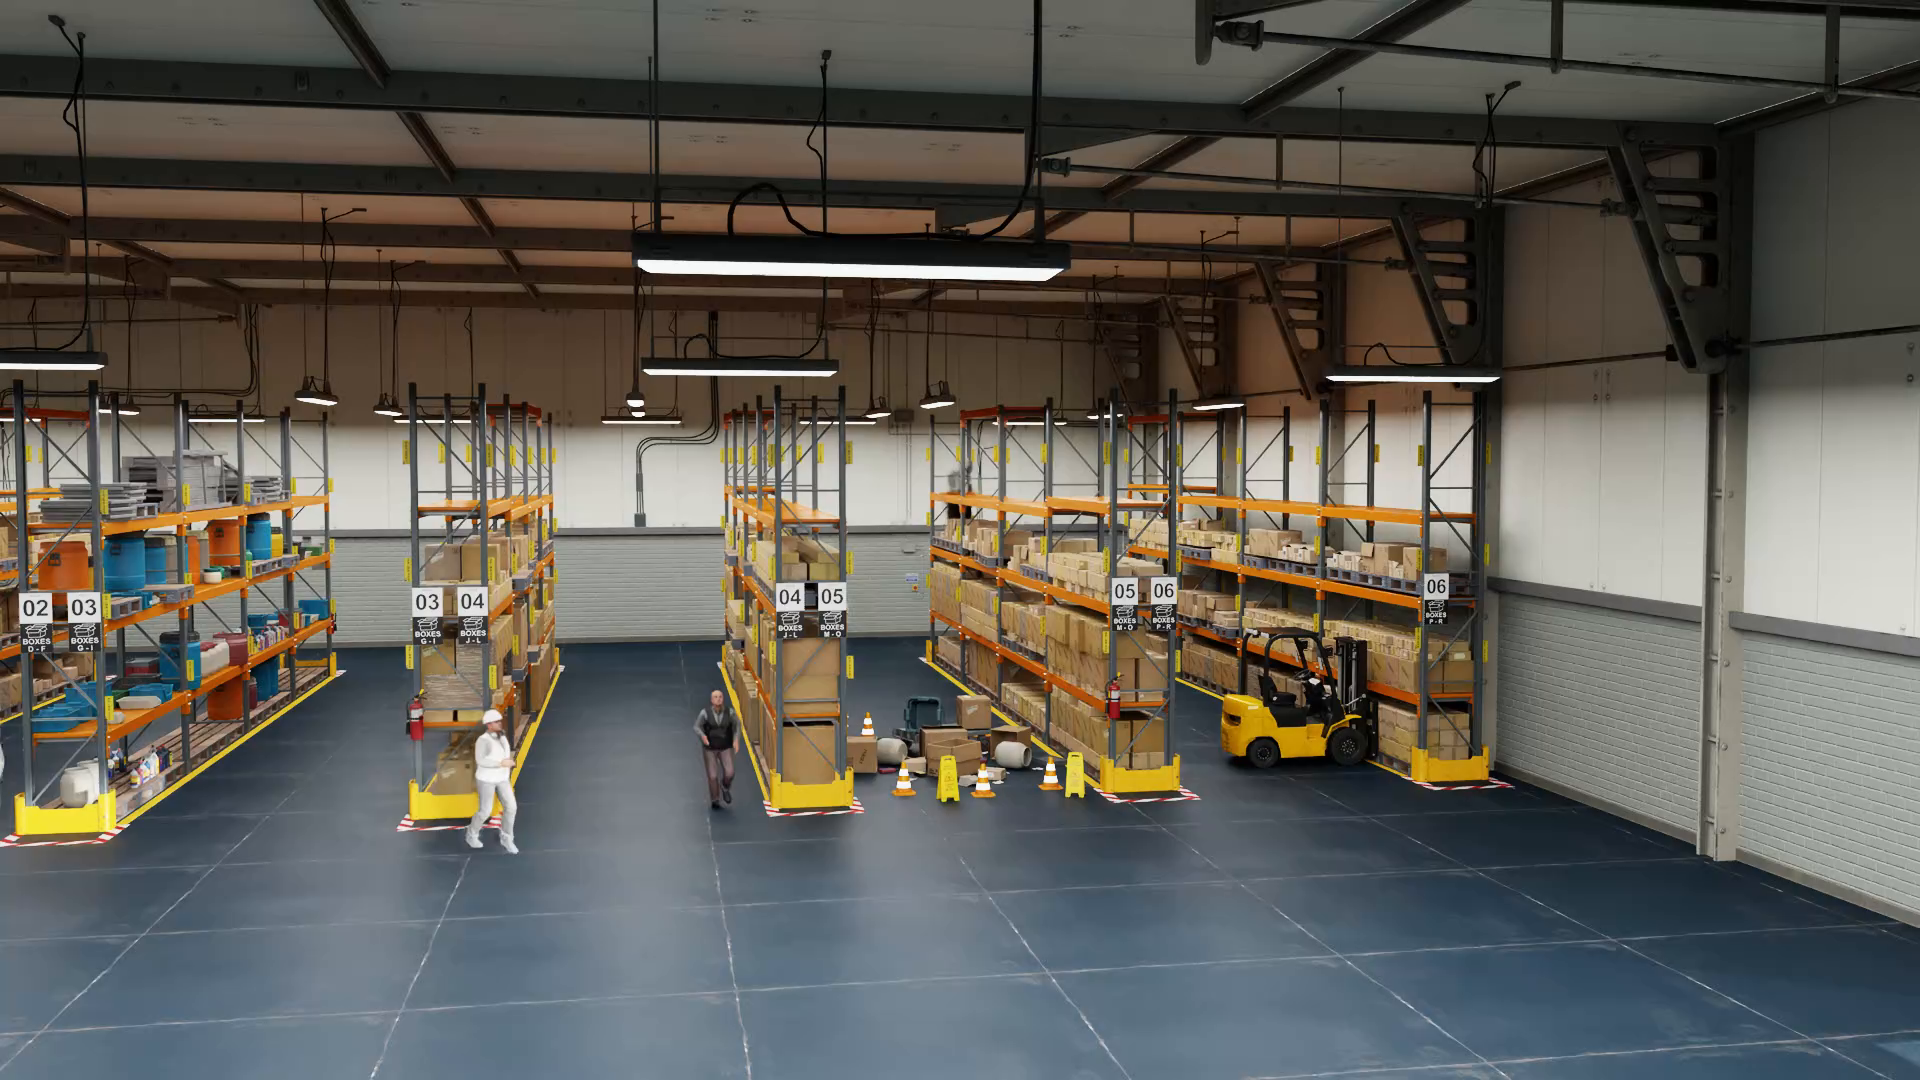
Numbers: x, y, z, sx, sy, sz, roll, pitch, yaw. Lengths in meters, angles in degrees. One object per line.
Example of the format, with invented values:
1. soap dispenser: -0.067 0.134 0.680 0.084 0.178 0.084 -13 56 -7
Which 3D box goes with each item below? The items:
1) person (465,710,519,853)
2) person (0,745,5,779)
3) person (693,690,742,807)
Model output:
1. person: -5.892 3.058 20.992 0.773 1.844 0.667 1 3 26
2. person: -12.400 3.086 20.971 0.560 1.697 0.733 2 4 36
3. person: -3.417 2.976 23.522 0.705 1.693 0.567 -1 3 -12
